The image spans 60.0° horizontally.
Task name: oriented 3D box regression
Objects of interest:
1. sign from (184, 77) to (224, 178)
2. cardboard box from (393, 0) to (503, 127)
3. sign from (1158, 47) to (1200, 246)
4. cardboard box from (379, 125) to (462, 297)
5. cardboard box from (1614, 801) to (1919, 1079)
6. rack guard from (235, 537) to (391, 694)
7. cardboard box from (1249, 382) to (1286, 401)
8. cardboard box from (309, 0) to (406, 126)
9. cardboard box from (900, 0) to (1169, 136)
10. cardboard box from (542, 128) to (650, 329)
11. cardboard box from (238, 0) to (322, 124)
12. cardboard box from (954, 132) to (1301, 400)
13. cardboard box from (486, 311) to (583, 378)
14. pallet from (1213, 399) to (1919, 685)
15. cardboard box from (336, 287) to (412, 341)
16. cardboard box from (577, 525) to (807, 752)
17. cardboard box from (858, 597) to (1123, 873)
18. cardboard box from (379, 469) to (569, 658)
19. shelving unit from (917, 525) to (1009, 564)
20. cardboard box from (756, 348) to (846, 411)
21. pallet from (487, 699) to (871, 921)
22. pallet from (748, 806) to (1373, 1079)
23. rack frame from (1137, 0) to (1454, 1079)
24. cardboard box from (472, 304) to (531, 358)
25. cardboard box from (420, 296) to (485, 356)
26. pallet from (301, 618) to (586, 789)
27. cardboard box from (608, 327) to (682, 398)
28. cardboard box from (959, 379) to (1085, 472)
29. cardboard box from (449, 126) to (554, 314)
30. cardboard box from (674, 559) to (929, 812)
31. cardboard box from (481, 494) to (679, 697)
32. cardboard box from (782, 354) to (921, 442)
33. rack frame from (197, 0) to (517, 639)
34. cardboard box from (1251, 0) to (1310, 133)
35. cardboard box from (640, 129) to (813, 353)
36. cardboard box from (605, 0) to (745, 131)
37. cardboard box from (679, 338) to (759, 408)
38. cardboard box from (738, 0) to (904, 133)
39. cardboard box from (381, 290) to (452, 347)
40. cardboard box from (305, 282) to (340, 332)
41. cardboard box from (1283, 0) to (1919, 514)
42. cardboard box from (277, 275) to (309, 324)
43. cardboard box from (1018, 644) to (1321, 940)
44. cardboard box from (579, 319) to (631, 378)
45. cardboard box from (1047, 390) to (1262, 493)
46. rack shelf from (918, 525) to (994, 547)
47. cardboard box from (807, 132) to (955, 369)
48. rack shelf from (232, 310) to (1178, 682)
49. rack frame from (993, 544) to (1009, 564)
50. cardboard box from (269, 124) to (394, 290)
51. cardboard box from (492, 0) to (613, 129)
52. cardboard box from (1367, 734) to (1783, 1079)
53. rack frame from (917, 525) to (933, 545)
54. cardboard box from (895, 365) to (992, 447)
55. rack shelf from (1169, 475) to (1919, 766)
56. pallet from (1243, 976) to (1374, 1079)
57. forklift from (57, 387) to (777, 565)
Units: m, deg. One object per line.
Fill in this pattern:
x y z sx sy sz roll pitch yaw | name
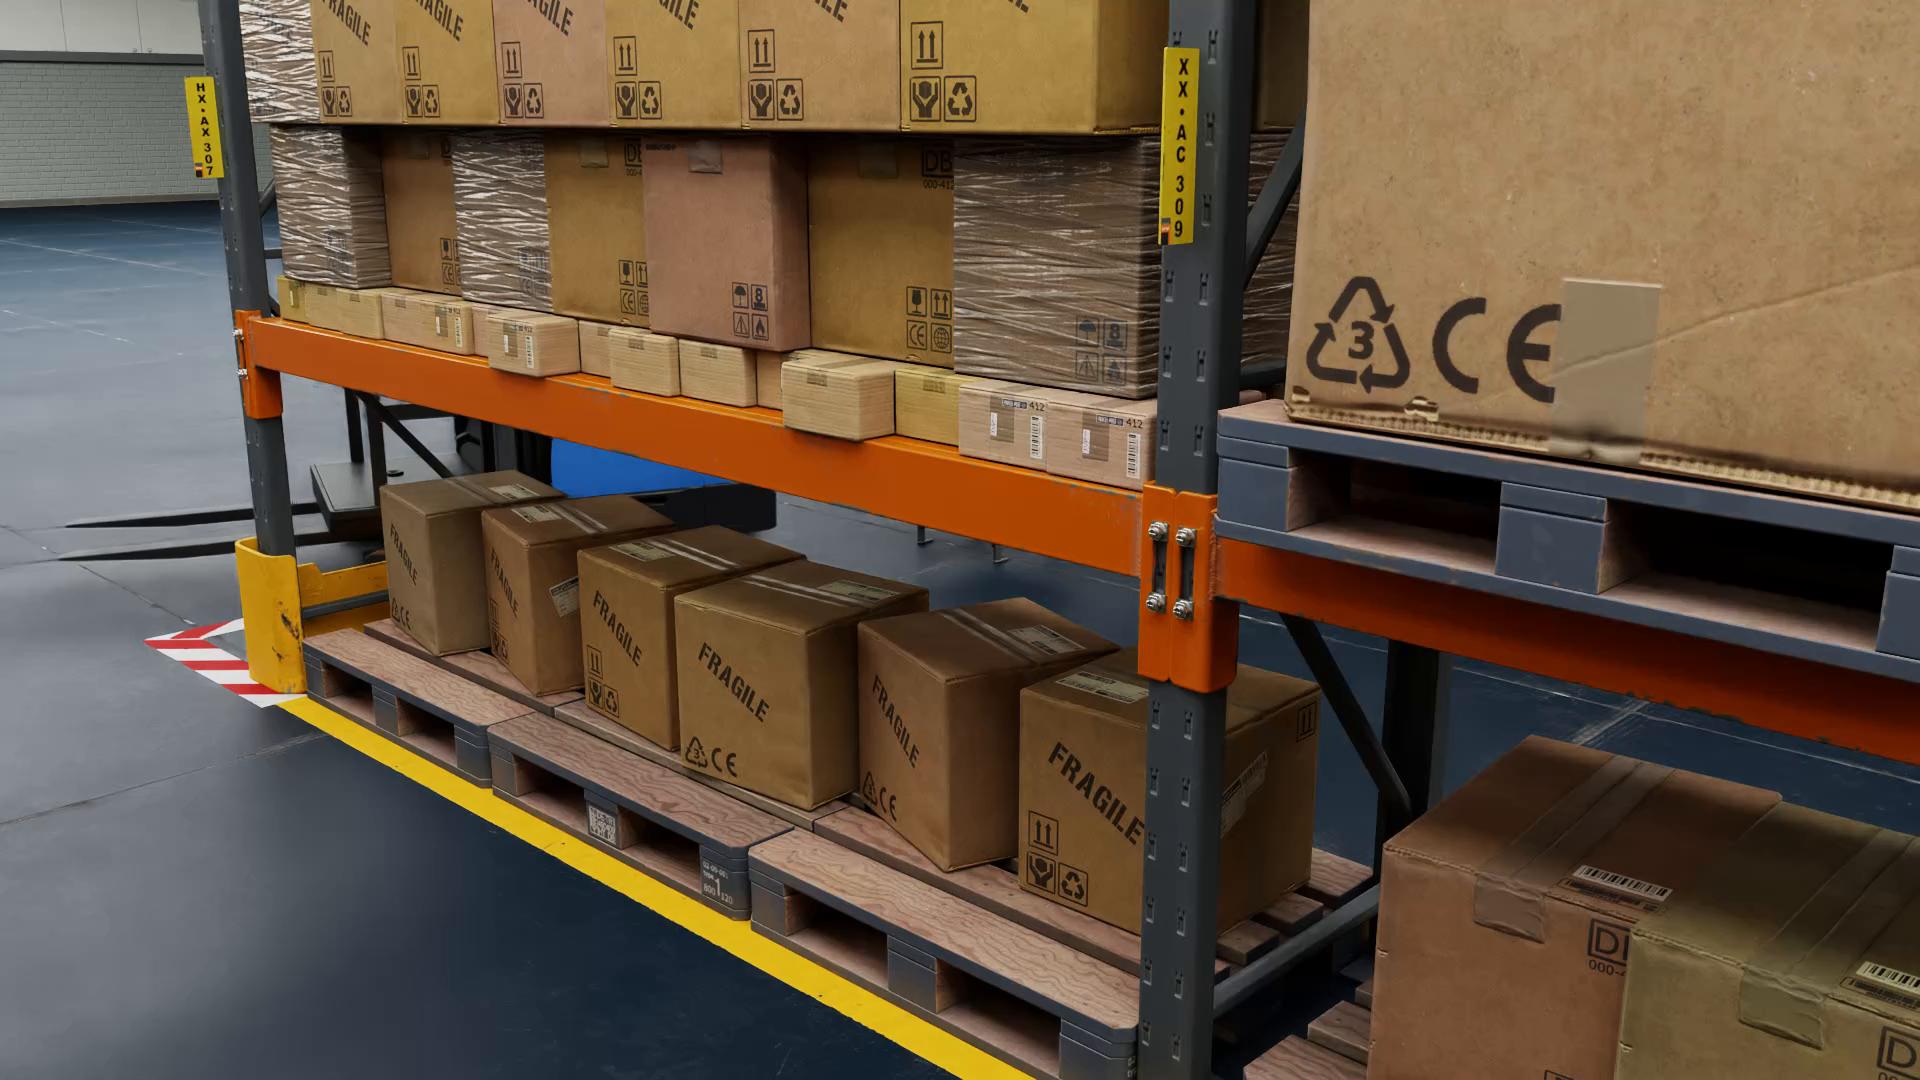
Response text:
-2.509 -1.371 5.530 0.005 0.325 0.100 14 20 42 | sign
-1.210 -1.406 4.606 0.500 0.500 0.500 14 20 42 | cardboard box
0.376 -0.670 2.838 0.005 0.325 0.100 14 20 42 | sign
-1.313 -1.076 5.326 0.500 0.500 0.875 14 20 42 | cardboard box
1.504 0.844 2.829 0.500 0.500 0.700 14 20 42 | cardboard box
-2.078 0.172 6.281 0.348 0.500 1.175 14 20 42 | rack guard
0.801 -0.322 3.716 0.250 0.149 0.380 14 20 42 | cardboard box
-1.571 -1.493 4.941 0.500 0.500 0.500 14 20 42 | cardboard box
0.232 -1.056 3.265 0.500 0.500 0.500 14 20 42 | cardboard box
-0.631 -0.891 4.616 0.500 0.500 0.875 14 20 42 | cardboard box
-1.926 -1.582 5.282 0.500 0.500 0.500 14 20 42 | cardboard box
0.466 -0.633 3.626 0.500 0.500 0.875 14 20 42 | cardboard box
-1.081 -0.556 4.616 0.250 0.149 0.380 14 20 42 | cardboard box
1.196 -0.098 2.740 1.213 0.211 1.003 14 20 42 | pallet
-1.757 -0.743 5.332 0.250 0.149 0.380 14 20 42 | cardboard box
-0.803 0.279 5.037 0.500 0.500 0.500 -12 19 -39 | cardboard box
0.069 0.479 4.268 0.500 0.500 0.500 -8 16 -27 | cardboard box
-1.695 0.068 5.848 0.500 0.500 0.500 -10 18 -34 | cardboard box
0.119 -0.987 7.556 0.503 2.100 0.431 14 20 42 | shelving unit
-0.269 -0.405 4.036 0.250 0.149 0.380 14 20 42 | cardboard box
-0.644 0.674 4.928 1.213 0.211 1.003 14 20 42 | pallet
0.239 0.887 4.108 1.213 0.211 1.003 14 20 42 | pallet
0.747 -0.351 3.330 0.127 3.000 1.000 14 20 42 | rack frame
-1.189 -0.619 4.856 0.250 0.149 0.380 14 20 42 | cardboard box
-1.387 -0.658 5.005 0.250 0.149 0.380 14 20 42 | cardboard box
-1.518 0.460 5.747 1.213 0.211 1.003 14 20 42 | pallet
-0.682 -0.479 4.319 0.250 0.149 0.380 14 20 42 | cardboard box
0.215 -0.259 3.476 0.250 0.149 0.380 14 20 42 | cardboard box
-0.983 -0.981 4.960 0.500 0.500 0.875 14 20 42 | cardboard box
-0.432 0.385 4.631 0.500 0.500 0.500 11 18 37 | cardboard box
-1.241 0.166 5.470 0.500 0.500 0.500 -9 17 -30 | cardboard box
-0.181 -0.337 3.776 0.250 0.149 0.380 14 20 42 | cardboard box
-2.133 -1.051 6.017 0.127 3.000 1.000 14 20 42 | rack frame
0.599 -1.152 3.633 0.500 0.500 0.500 14 20 42 | cardboard box
-0.300 -0.796 4.252 0.500 0.500 0.875 14 20 42 | cardboard box
-0.488 -1.231 3.936 0.500 0.500 0.500 14 20 42 | cardboard box
-0.477 -0.442 4.176 0.250 0.149 0.380 14 20 42 | cardboard box
-0.129 -1.143 3.600 0.500 0.500 0.500 14 20 42 | cardboard box
-1.562 -0.703 5.178 0.250 0.149 0.380 14 20 42 | cardboard box
-1.926 -0.789 5.510 0.250 0.149 0.380 14 20 42 | cardboard box
1.222 -0.680 2.571 1.000 1.000 1.000 14 20 43 | cardboard box
-2.093 -0.836 5.691 0.250 0.149 0.380 14 20 42 | cardboard box
0.487 0.578 3.889 0.500 0.500 0.500 13 19 41 | cardboard box
-0.808 -0.537 4.541 0.250 0.149 0.380 14 20 42 | cardboard box
0.388 -0.214 3.302 0.250 0.149 0.380 14 20 42 | cardboard box
0.119 -0.297 7.736 0.480 0.518 0.431 14 20 42 | rack shelf
0.130 -0.727 3.986 0.500 0.500 0.875 14 20 42 | cardboard box
-0.693 -0.353 4.764 4.000 0.370 1.077 14 20 42 | rack shelf
0.295 -0.944 7.392 0.015 2.100 0.400 14 20 42 | rack frame
-1.756 -1.142 5.578 0.500 0.500 0.875 14 20 42 | cardboard box
-0.846 -1.319 4.274 0.500 0.500 0.500 14 20 42 | cardboard box
1.174 0.757 3.163 0.500 0.500 0.700 12 19 38 | cardboard box
-0.056 -1.030 7.720 0.015 2.100 0.400 14 20 42 | rack frame
0.076 -0.314 3.686 0.250 0.149 0.380 14 20 42 | cardboard box
2.187 0.347 2.078 4.000 0.370 1.077 14 20 42 | rack shelf
1.308 1.134 3.160 1.213 0.211 1.003 14 20 42 | pallet
-2.432 -1.362 7.347 3.031 2.935 1.130 -7 16 -24 | forklift
